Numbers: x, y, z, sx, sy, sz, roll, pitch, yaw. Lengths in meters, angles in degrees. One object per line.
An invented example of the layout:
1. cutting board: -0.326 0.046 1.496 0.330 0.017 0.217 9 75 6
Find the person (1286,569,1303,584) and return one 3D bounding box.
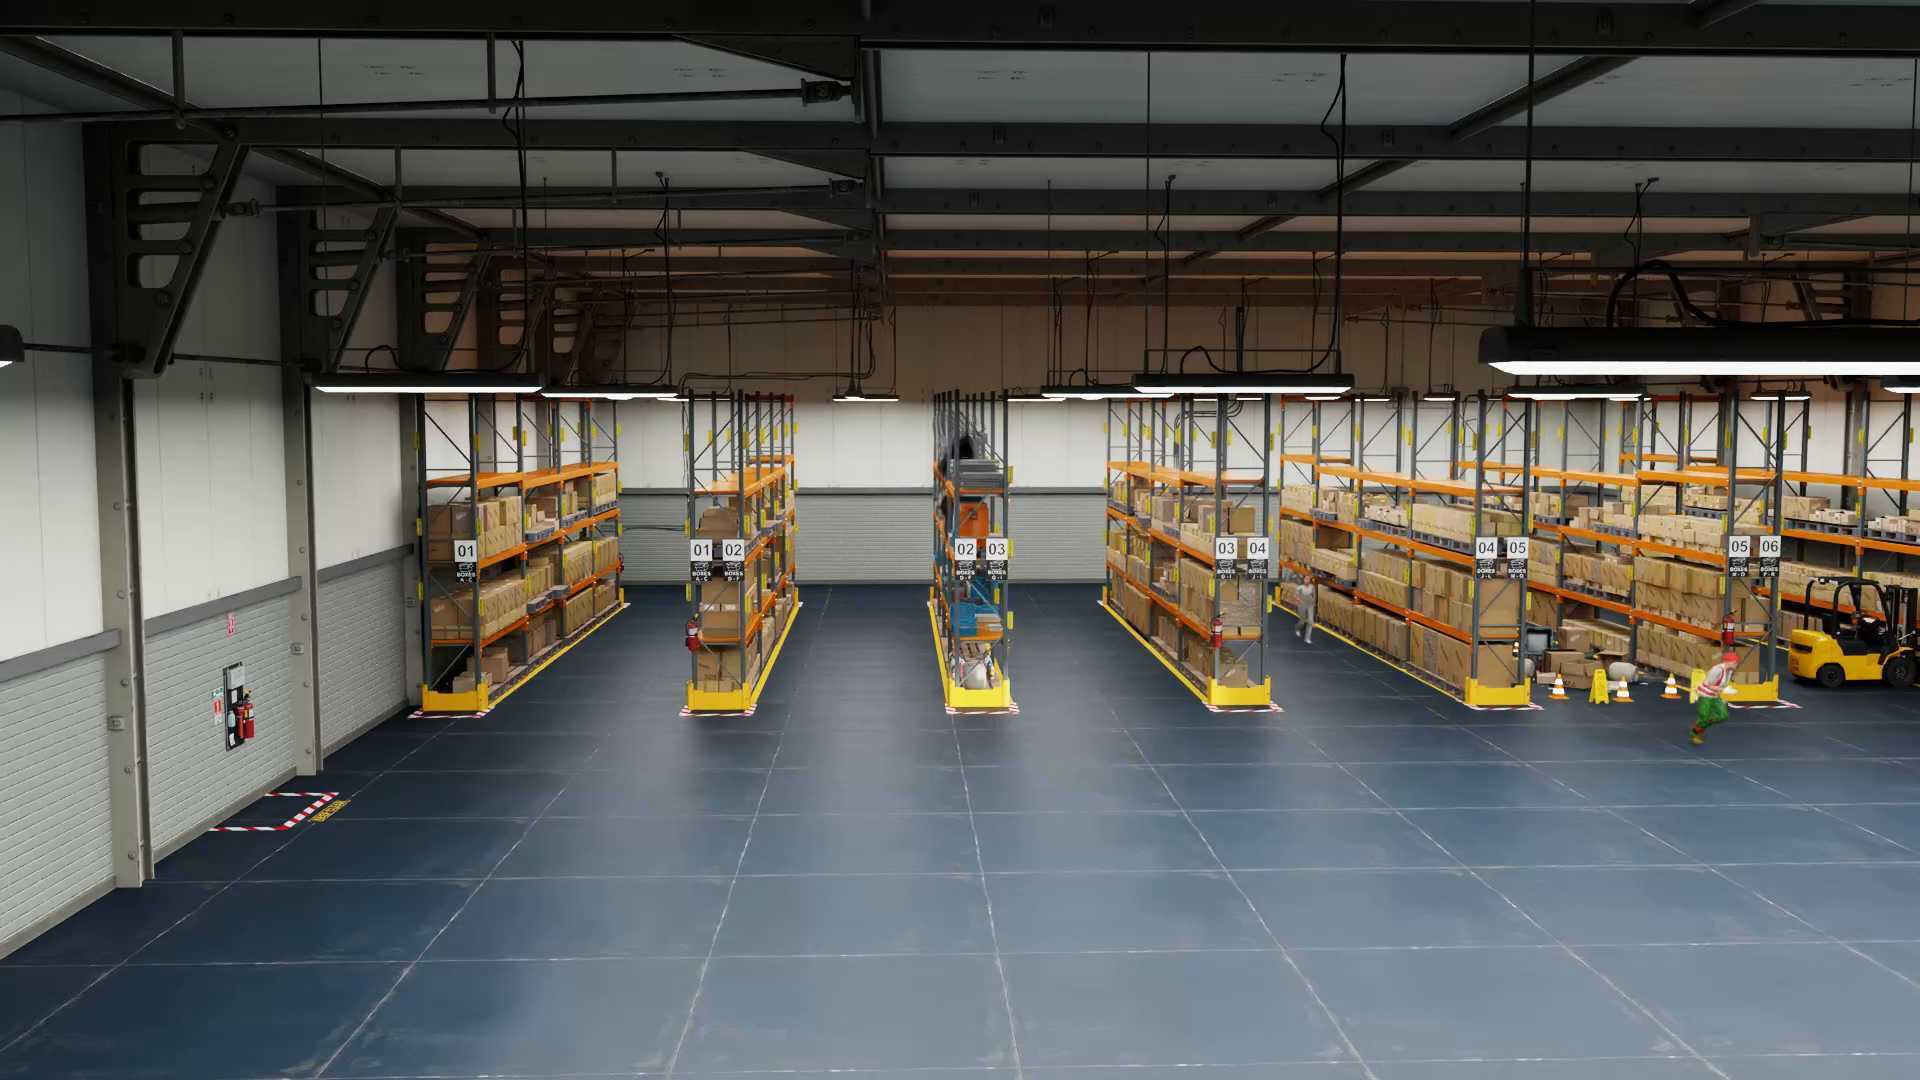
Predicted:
1. person: 9.934 0.873 49.200 0.732 1.749 0.579 -3 5 -29

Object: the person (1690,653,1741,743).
1. person: 12.693 2.649 27.888 0.699 1.595 0.859 -3 6 -35

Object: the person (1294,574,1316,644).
1. person: 8.313 1.633 40.083 0.554 1.647 0.875 -1 5 -7
